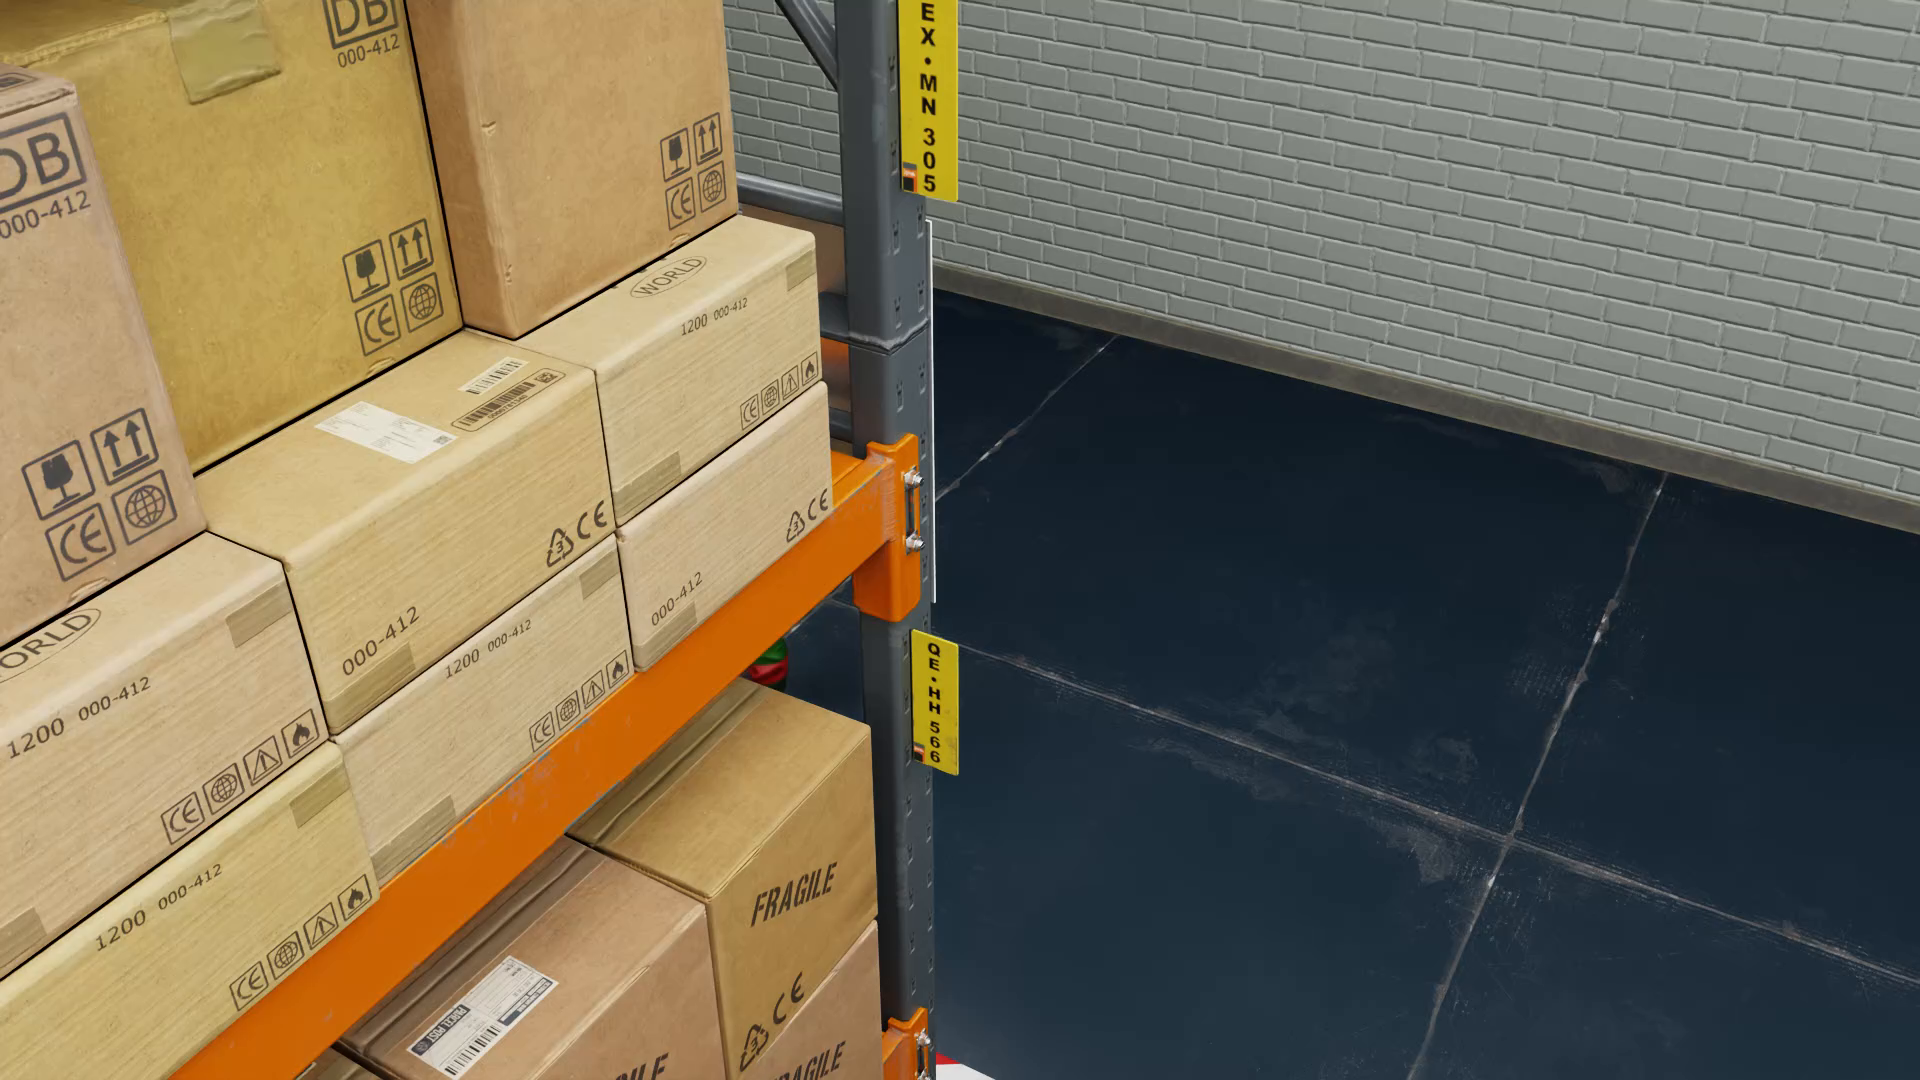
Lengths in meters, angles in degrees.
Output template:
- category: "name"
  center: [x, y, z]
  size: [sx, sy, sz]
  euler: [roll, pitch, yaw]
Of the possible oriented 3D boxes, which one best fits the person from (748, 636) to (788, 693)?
- category: "person"
  center: [-0.813, -0.054, 6.119]
  size: [0.539, 1.732, 0.358]
  euler: [21, 39, 29]
